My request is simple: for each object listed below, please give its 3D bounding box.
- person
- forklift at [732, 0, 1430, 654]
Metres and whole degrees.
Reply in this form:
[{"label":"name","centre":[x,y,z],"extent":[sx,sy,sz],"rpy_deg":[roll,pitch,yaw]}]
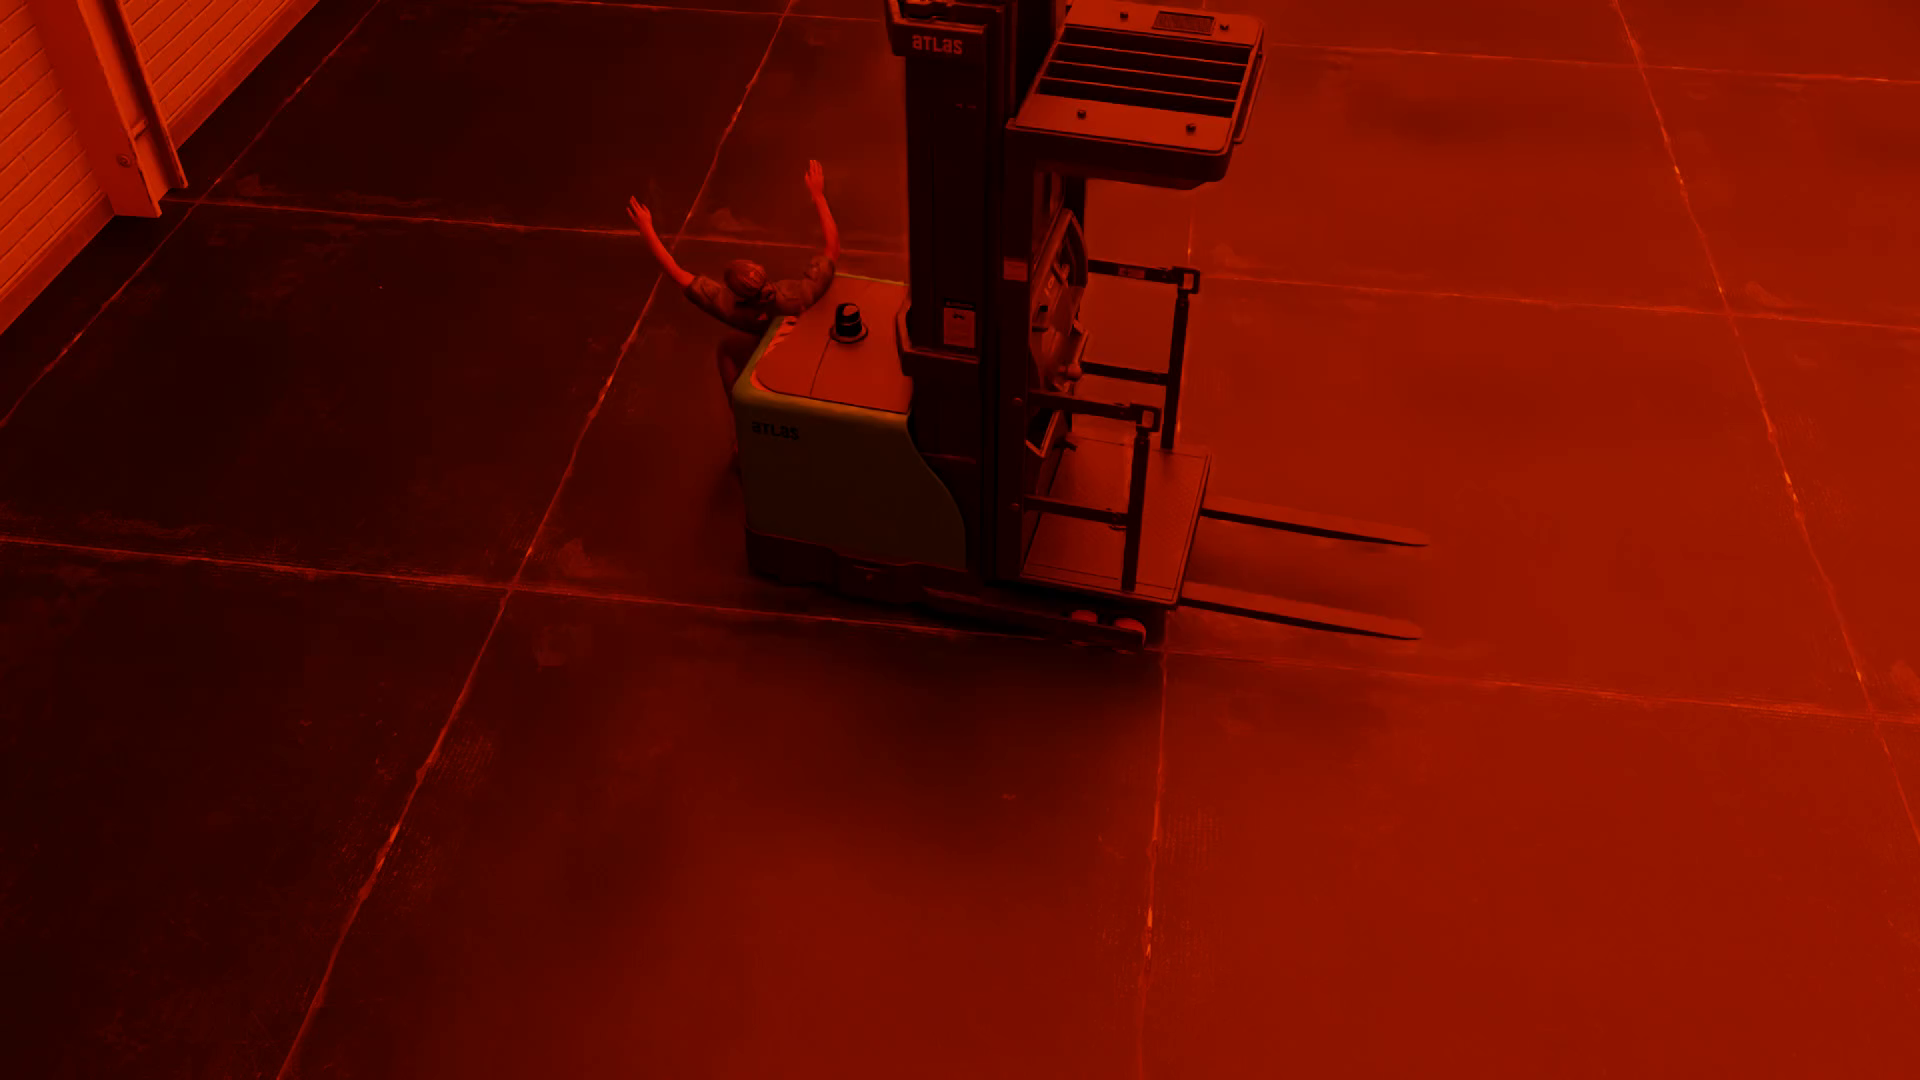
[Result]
[{"label":"person","centre":[-1.006,-0.972,7.799],"extent":[0.930,1.588,0.737],"rpy_deg":[1,43,2]},{"label":"forklift","centre":[0.592,-0.977,6.787],"extent":[3.031,2.935,1.130],"rpy_deg":[10,44,11]}]
